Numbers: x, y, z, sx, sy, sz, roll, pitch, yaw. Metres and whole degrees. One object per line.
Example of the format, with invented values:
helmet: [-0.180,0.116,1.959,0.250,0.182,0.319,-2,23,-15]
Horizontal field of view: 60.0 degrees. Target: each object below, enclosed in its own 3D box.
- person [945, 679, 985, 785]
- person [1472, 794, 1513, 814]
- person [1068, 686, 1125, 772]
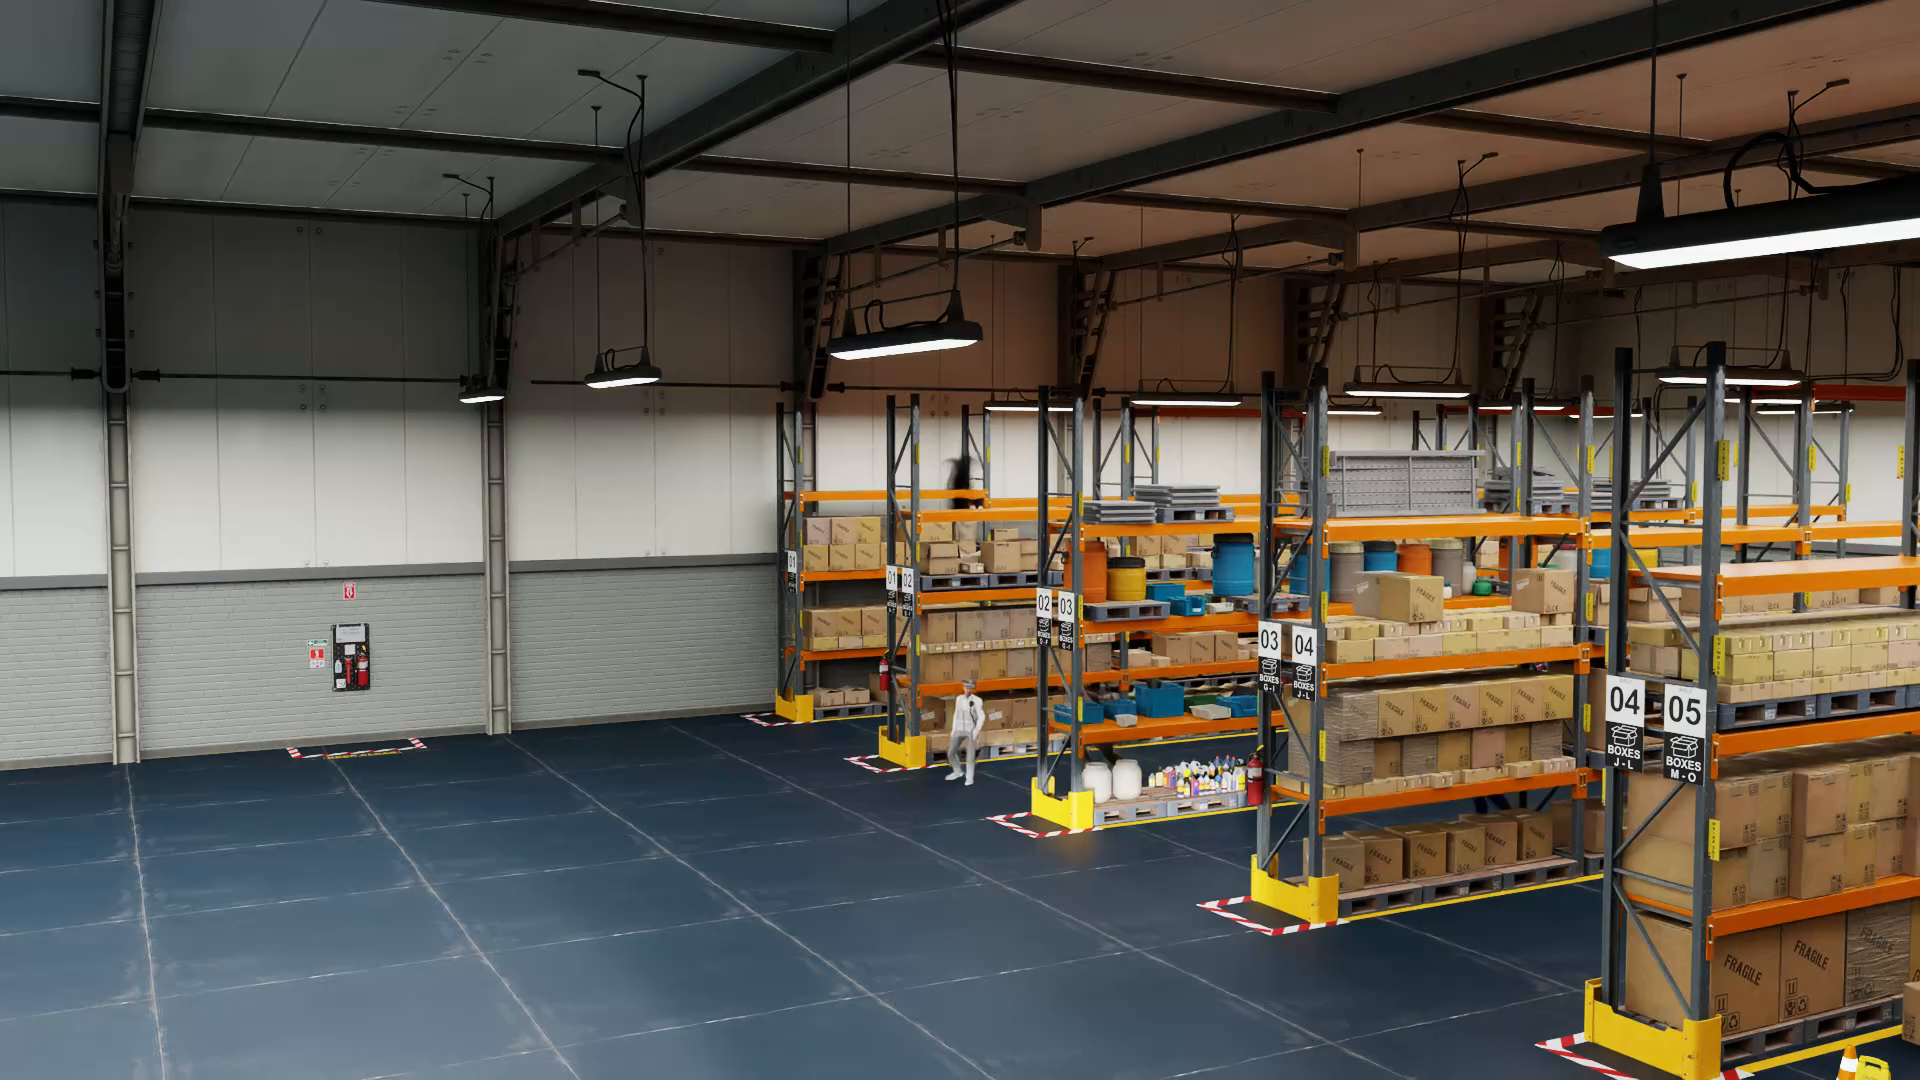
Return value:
person: [0.049,2.916,25.267,0.714,1.646,0.557,1,3,22]
person: [7.138,3.157,22.363,0.947,1.597,0.656,-1,4,-23]
person: [2.129,2.973,25.464,1.235,1.567,0.693,-1,3,-16]
